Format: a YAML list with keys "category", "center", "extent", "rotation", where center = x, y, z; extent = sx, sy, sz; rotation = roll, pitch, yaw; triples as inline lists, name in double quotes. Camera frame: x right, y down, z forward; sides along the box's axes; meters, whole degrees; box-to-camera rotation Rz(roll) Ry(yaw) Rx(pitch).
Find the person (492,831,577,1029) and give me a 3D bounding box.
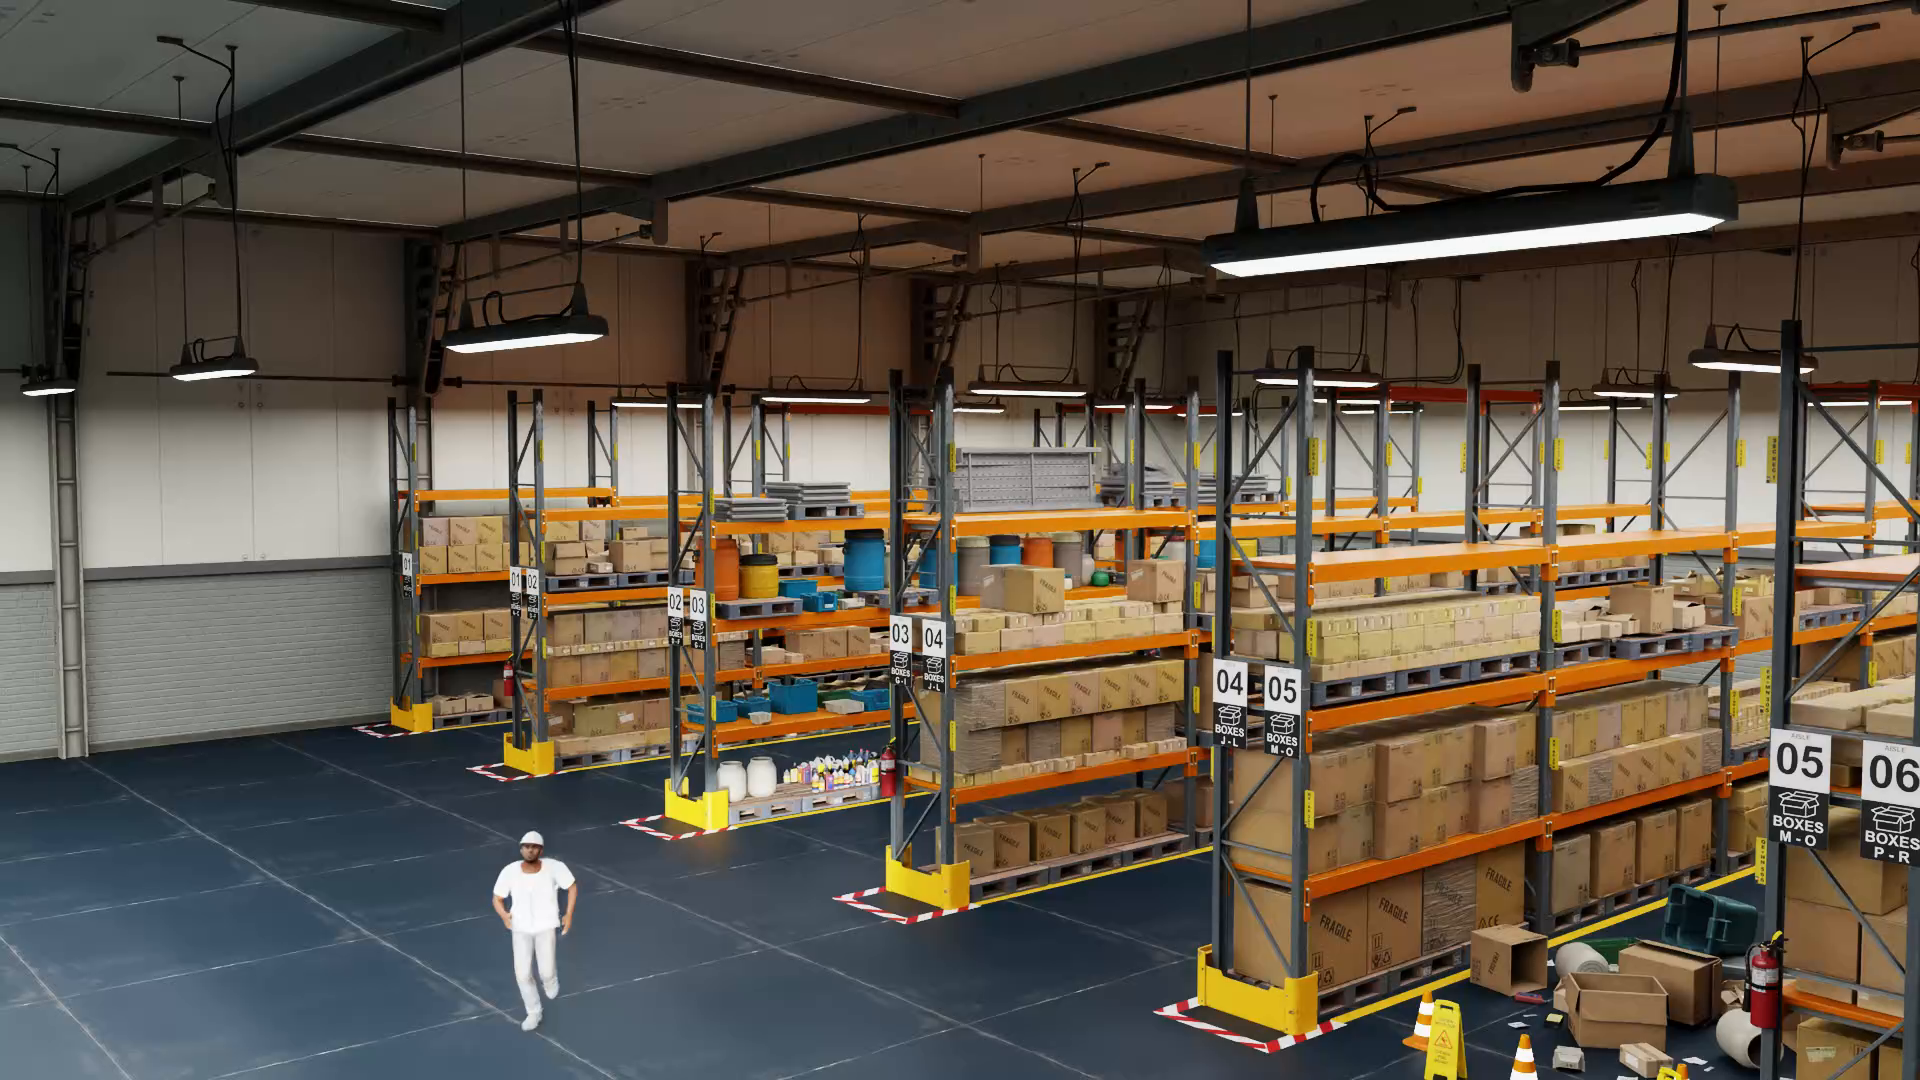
- category: "person"
  center: [-3.794, 3.444, 14.822]
  extent: [0.736, 1.726, 0.613]
  rotation: [0, 3, -8]
